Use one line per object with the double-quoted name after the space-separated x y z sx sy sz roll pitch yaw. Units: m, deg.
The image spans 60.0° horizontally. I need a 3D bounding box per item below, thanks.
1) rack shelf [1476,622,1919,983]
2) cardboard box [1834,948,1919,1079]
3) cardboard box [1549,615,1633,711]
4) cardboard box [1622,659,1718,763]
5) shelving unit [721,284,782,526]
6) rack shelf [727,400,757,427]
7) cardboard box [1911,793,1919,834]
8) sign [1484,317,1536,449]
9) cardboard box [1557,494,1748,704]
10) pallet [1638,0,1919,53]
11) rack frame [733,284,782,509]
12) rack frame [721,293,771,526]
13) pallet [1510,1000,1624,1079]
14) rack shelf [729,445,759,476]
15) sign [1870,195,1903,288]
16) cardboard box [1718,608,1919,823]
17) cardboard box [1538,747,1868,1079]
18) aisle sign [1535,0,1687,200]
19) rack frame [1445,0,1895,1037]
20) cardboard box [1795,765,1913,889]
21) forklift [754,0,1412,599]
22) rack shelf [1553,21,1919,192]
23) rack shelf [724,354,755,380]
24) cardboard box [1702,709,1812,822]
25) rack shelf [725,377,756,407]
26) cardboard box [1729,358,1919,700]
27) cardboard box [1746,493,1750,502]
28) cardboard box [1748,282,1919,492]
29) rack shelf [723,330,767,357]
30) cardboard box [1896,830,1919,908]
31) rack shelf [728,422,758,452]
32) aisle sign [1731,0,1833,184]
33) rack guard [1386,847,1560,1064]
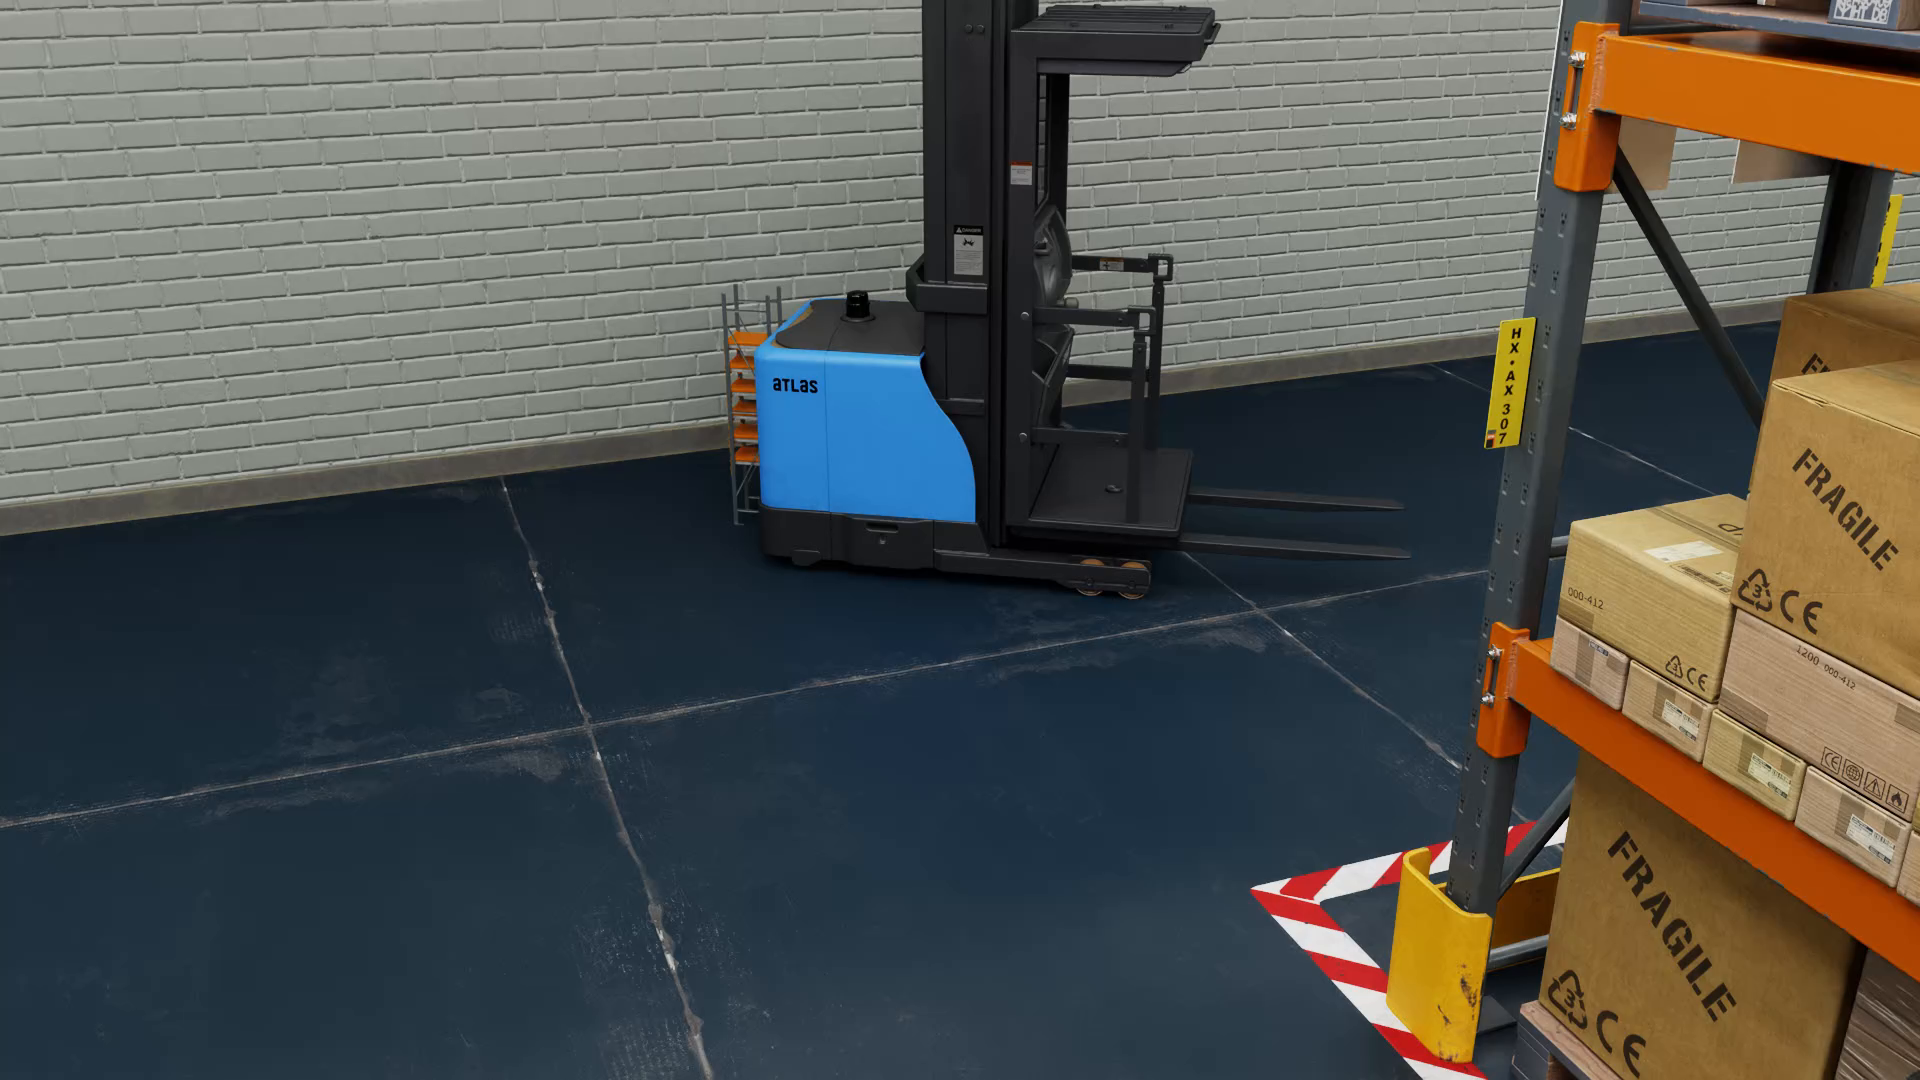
2.576 1.037 2.854 1.077 0.370 4.000 -8 24 -19 "rack shelf"
2.492 1.317 3.459 0.875 0.875 0.875 -8 24 -19 "cardboard box"
1.687 0.269 4.074 0.380 0.149 0.250 -8 24 -18 "cardboard box"
1.779 0.362 3.853 0.380 0.149 0.250 -9 24 -20 "cardboard box"
-1.008 -0.656 8.262 0.258 1.200 0.189 4 23 10 "shelving unit"
-1.008 -0.615 8.279 0.258 0.103 0.180 4 23 10 "rack shelf"
2.151 0.493 3.028 0.500 0.250 0.500 -9 25 -21 "cardboard box"
1.349 -0.383 4.079 0.100 0.325 0.005 -8 24 -19 "sign"
1.787 0.122 3.908 0.500 0.250 0.500 -9 24 -20 "cardboard box"
2.142 -1.095 3.237 1.003 0.211 1.213 -8 24 -19 "pallet"
-0.991 -0.691 8.344 0.240 1.200 0.006 4 23 10 "rack frame"
-1.025 -0.621 8.179 0.240 1.200 0.006 4 23 10 "rack frame"
2.226 1.544 4.316 1.003 0.211 1.213 -8 24 -19 "pallet"
-1.008 -0.394 8.372 0.258 0.103 0.180 4 23 10 "rack shelf"
2.382 -0.733 4.332 0.100 0.325 0.005 -8 24 -19 "sign"
1.977 0.310 3.462 0.500 0.250 0.500 -9 24 -20 "cardboard box"
2.171 0.986 4.244 0.875 0.875 0.875 -8 24 -19 "cardboard box"
1.564 -1.204 3.898 0.394 0.787 0.004 -8 24 -19 "aisle sign"
1.870 -0.021 4.438 1.000 3.000 0.127 -8 24 -19 "rack frame"
1.963 0.549 3.408 0.380 0.149 0.250 -9 24 -20 "cardboard box"
0.611 -1.305 7.571 3.031 2.935 1.130 4 23 10 "forklift"
2.576 -0.345 2.271 1.077 0.370 4.000 -8 24 -19 "rack shelf"
-1.008 -0.836 8.186 0.258 0.103 0.180 4 23 10 "rack shelf"
1.869 0.455 3.632 0.380 0.149 0.250 -9 24 -20 "cardboard box"
-1.008 -0.726 8.232 0.258 0.103 0.180 4 23 10 "rack shelf"
1.964 -0.042 3.331 0.500 0.500 0.500 -9 24 -20 "cardboard box"
2.289 0.050 4.078 0.500 0.250 0.500 -9 24 -20 "cardboard box"
2.288 -0.294 3.930 0.500 0.500 0.500 -8 24 -18 "cardboard box"
-1.008 -0.947 8.139 0.258 0.103 0.180 4 23 10 "rack shelf"
2.051 0.642 3.188 0.380 0.149 0.250 -9 24 -20 "cardboard box"
-1.008 -0.505 8.326 0.258 0.103 0.180 4 23 10 "rack shelf"
2.125 -1.286 4.093 0.394 0.787 0.004 -8 24 -19 "aisle sign"
1.861 1.122 4.945 1.175 0.500 0.348 -8 24 -19 "rack guard"
